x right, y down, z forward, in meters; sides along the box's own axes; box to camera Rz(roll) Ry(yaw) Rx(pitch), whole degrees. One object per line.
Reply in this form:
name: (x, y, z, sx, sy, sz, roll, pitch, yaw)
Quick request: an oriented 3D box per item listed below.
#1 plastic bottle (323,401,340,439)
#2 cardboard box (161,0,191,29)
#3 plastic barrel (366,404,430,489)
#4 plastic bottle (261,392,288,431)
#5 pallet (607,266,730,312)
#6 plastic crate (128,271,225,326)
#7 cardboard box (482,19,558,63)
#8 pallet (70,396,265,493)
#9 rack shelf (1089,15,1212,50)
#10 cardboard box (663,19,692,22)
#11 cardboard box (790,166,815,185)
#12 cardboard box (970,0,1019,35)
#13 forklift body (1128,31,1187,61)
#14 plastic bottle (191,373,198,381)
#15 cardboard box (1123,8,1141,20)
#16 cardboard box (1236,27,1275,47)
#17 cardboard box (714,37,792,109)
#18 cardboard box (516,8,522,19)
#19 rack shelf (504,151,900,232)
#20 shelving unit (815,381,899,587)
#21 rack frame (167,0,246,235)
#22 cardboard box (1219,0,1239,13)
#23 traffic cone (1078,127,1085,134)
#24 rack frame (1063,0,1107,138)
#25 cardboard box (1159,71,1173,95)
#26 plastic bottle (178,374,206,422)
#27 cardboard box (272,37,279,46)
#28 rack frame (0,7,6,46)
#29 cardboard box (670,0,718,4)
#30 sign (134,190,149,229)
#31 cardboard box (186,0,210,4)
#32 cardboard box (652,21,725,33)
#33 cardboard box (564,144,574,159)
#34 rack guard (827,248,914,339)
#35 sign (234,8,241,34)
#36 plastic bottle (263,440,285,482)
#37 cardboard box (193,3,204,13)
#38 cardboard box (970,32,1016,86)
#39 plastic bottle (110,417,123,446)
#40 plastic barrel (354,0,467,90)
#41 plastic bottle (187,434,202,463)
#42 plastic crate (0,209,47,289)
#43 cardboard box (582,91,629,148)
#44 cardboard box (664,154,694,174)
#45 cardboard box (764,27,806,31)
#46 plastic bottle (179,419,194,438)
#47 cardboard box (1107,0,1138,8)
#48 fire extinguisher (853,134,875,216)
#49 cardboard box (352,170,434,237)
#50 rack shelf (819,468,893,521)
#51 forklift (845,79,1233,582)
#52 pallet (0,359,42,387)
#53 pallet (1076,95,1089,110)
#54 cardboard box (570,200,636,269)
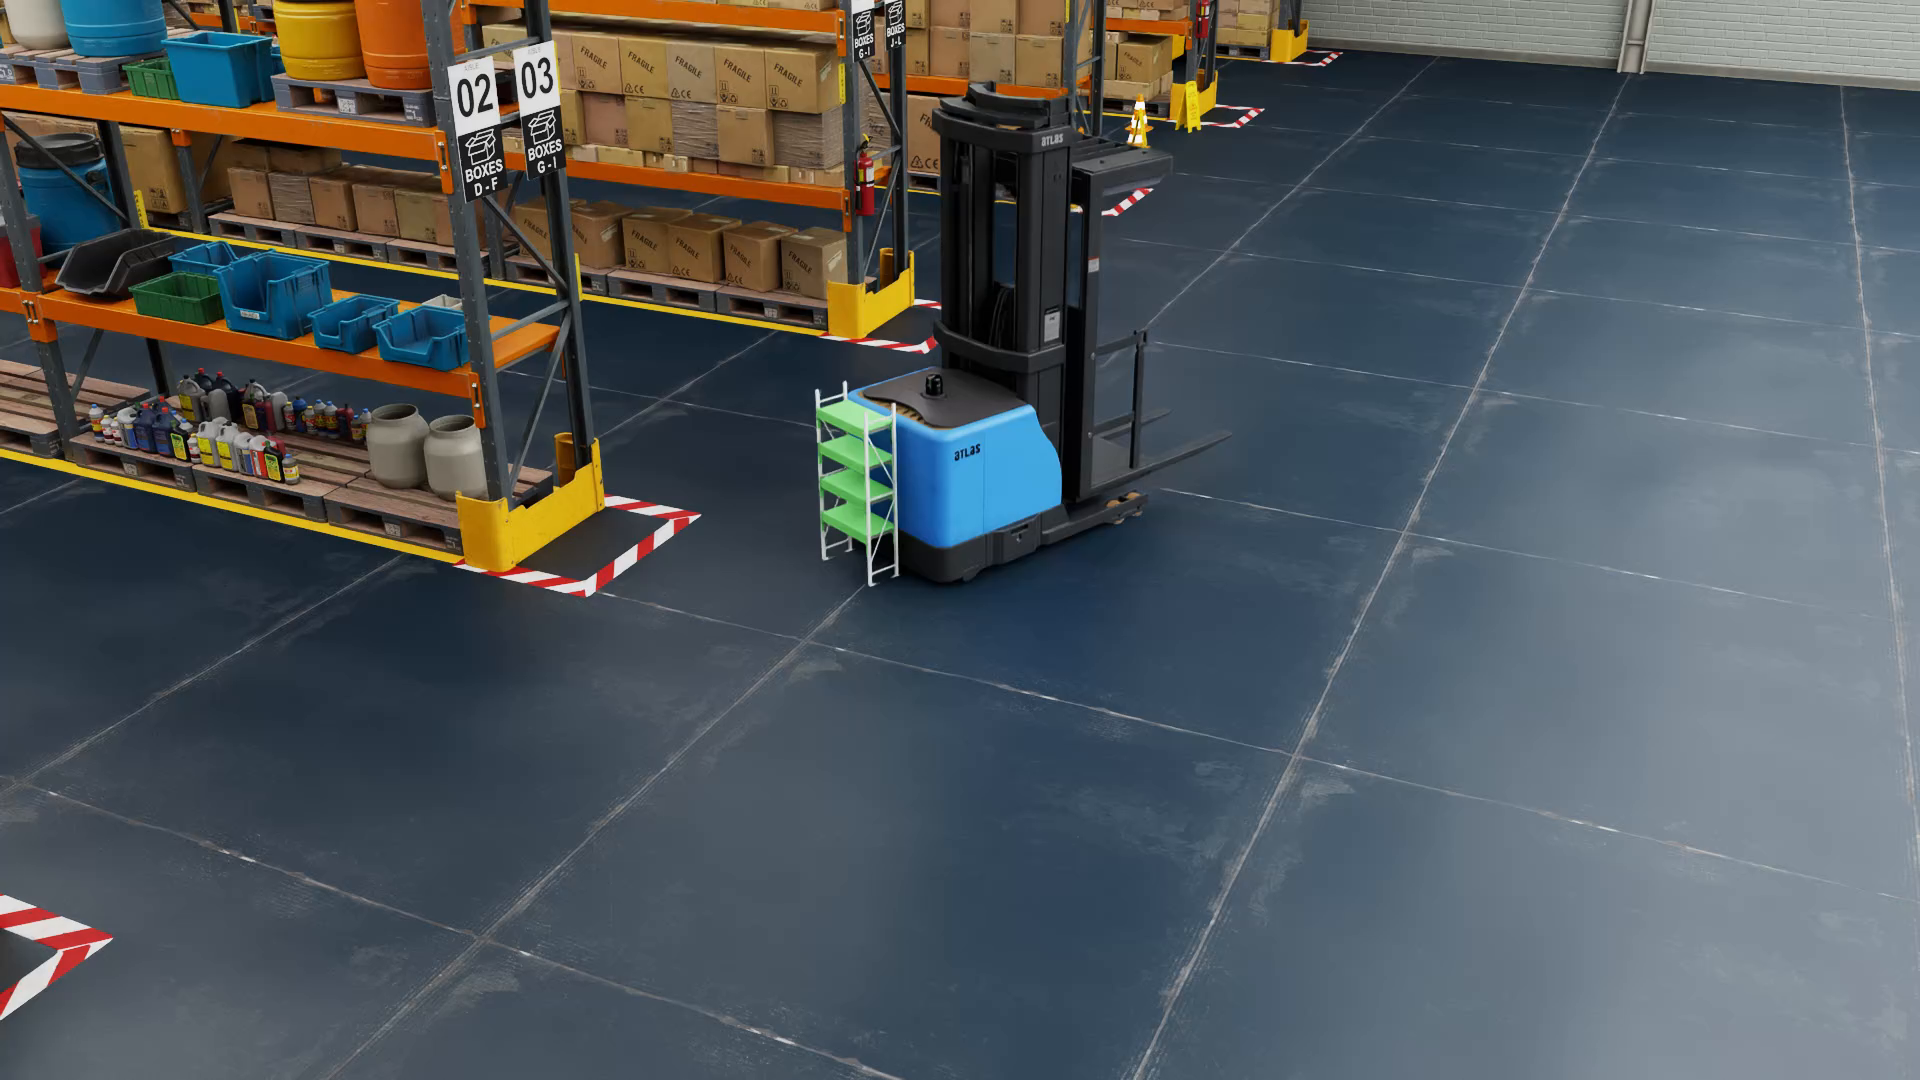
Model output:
plastic bottle: (-4.625, -0.889, 12.250, 0.097, 0.271, 0.097, 0, 26, 0)
cardboard box: (-8.683, -5.485, 17.746, 0.637, 0.503, 0.797, 12, 29, 24)
plastic barrel: (-3.879, -0.649, 11.514, 0.421, 0.512, 0.421, 0, 26, 0)
plastic bottle: (-5.112, -0.975, 12.421, 0.135, 0.276, 0.152, 12, 29, 23)
pallet: (-2.642, -2.537, 16.163, 1.213, 0.211, 1.003, 11, 28, 22)
plastic crate: (-5.314, -1.671, 11.487, 0.662, 0.188, 0.450, 11, 28, 22)
cardboard box: (-4.078, -4.561, 15.536, 0.500, 0.500, 0.500, 11, 28, 22)
pallet: (-5.839, -0.737, 12.507, 1.213, 0.211, 1.003, 11, 28, 22)
rack shelf: (1.540, -7.415, 23.729, 4.000, 0.370, 1.077, 11, 28, 22)
cardboard box: (-3.283, -6.220, 20.374, 0.500, 0.500, 0.500, 11, 28, 21)
cardboard box: (-1.313, -3.290, 14.820, 0.250, 0.149, 0.380, 11, 28, 22)
cardboard box: (0.543, -6.062, 18.774, 0.550, 0.550, 0.875, 11, 28, 22)
forklift body: (2.931, -8.601, 26.285, 1.214, 2.155, 2.313, 11, 28, 22)
plastic bottle: (-5.858, -1.151, 12.768, 0.133, 0.283, 0.061, 13, 29, 24)
cardboard box: (2.431, -7.299, 22.964, 0.250, 0.149, 0.380, 11, 28, 21)
cardboard box: (4.854, -8.282, 27.314, 0.500, 0.250, 0.500, 12, 28, 22)
cardboard box: (-1.802, -4.105, 14.609, 0.500, 0.500, 0.500, 11, 28, 22)
cardboard box: (-5.582, -6.680, 21.309, 0.500, 0.500, 0.500, 12, 29, 22)
rack shelf: (-2.562, -3.430, 15.636, 4.000, 0.370, 1.077, 11, 28, 22)
shelving unit: (-0.654, -0.355, 10.613, 0.258, 1.200, 0.503, -21, 33, -36)
rack frame: (-8.024, -4.850, 17.705, 0.127, 3.000, 1.000, 11, 28, 22)
cardboard box: (4.397, -8.822, 27.278, 0.500, 0.250, 0.500, 12, 29, 23)
traffic cone: (1.508, -4.893, 20.665, 0.334, 0.463, 0.336, 11, 28, 22)
rack frame: (1.404, -5.363, 18.748, 0.127, 3.000, 1.000, 11, 28, 22)
cardboard box: (2.741, -6.586, 23.868, 0.500, 0.250, 0.500, 11, 28, 21)
plastic bottle: (-5.787, -1.076, 12.541, 0.185, 0.351, 0.144, 11, 28, 22)
cardboard box: (-6.966, -4.939, 17.297, 0.500, 0.500, 0.700, 16, 30, 29)
rack frame: (-6.433, -4.819, 10.850, 0.127, 3.000, 1.000, 11, 28, 22)
cardboard box: (-2.204, -4.839, 14.457, 0.500, 0.250, 0.500, 12, 29, 23)
sign: (-6.195, -2.471, 12.559, 0.005, 0.325, 0.100, 11, 28, 22)
cardboard box: (-10.549, -7.806, 23.259, 0.500, 0.500, 0.500, 11, 28, 20)
cardboard box: (-2.495, -4.499, 15.409, 0.500, 0.500, 0.500, 11, 28, 22)
cardboard box: (-3.619, -3.718, 15.691, 0.250, 0.149, 0.380, 11, 28, 22)
rack guard: (-0.810, -2.280, 15.315, 0.348, 0.500, 1.175, 11, 28, 22)
sign: (-7.808, -5.554, 17.914, 0.005, 0.325, 0.100, 11, 28, 22)
plastic bottle: (-4.759, -0.548, 11.545, 0.133, 0.283, 0.061, 12, 29, 23)
cardboard box: (-10.581, -7.554, 23.481, 0.250, 0.149, 0.380, 11, 28, 20)
cardboard box: (0.538, -5.572, 19.002, 0.550, 0.550, 0.875, 11, 28, 22)
plastic bottle: (-6.139, -0.798, 12.144, 0.097, 0.201, 0.097, 0, 26, 0)
plastic barrel: (-3.286, -3.161, 9.916, 0.708, 0.830, 0.600, 11, 28, 22)
plastic bottle: (-5.450, -0.659, 11.863, 0.097, 0.201, 0.097, 0, 26, 0)
plastic crate: (-7.000, -2.121, 12.091, 0.583, 0.464, 0.402, 11, 28, 22)
cardboard box: (-3.061, -4.033, 15.597, 0.500, 0.500, 0.875, 11, 28, 22)
cardboard box: (-2.495, -3.476, 15.198, 0.250, 0.149, 0.380, 11, 28, 22)
cardboard box: (-1.897, -6.099, 20.073, 0.550, 0.550, 0.875, 11, 28, 22)
plastic bottle: (-5.548, -0.740, 11.947, 0.097, 0.271, 0.097, 0, 26, 0)
cardboard box: (2.299, -7.632, 22.906, 0.500, 0.500, 0.500, 11, 28, 22)
fire extinguisher: (-0.828, -3.147, 14.333, 0.183, 0.674, 0.296, 11, 28, 22)
cardboard box: (-5.868, -3.513, 17.320, 0.500, 0.500, 0.700, 9, 28, 17)
rack shelf: (-0.654, -0.298, 10.641, 0.258, 0.148, 0.480, -21, 33, -36)
forklift: (0.674, -1.576, 11.134, 3.031, 2.935, 1.130, -21, 33, -36)
pallet: (-8.278, -1.227, 13.503, 1.213, 0.211, 1.003, 11, 28, 22)
pallet: (1.460, -6.521, 24.257, 1.213, 0.211, 1.003, 11, 28, 22)
cardboard box: (-3.510, -2.995, 16.292, 0.500, 0.500, 0.500, 22, 34, 38)
